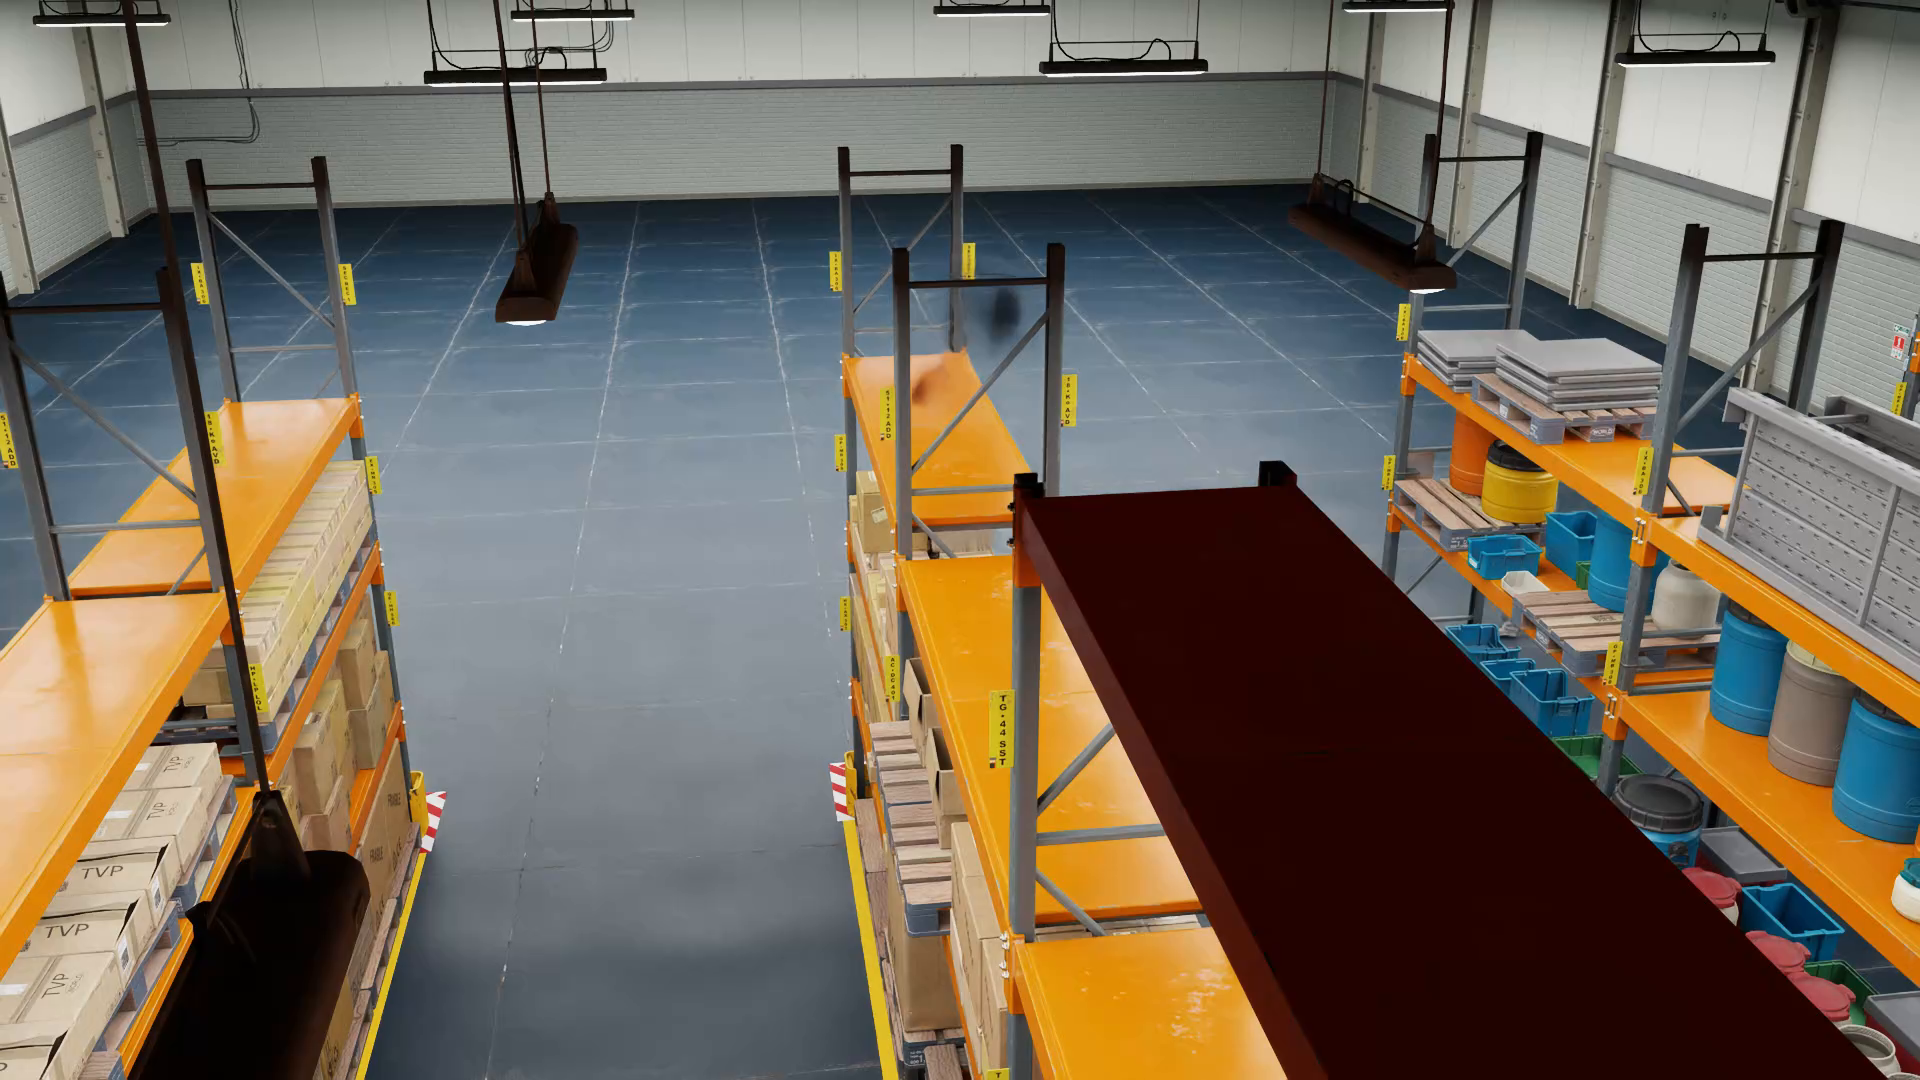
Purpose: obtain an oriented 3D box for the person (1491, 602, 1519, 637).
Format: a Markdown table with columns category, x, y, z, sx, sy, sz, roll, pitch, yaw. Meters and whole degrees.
| category | x | y | z | sx | sy | sz | roll | pitch | yaw |
| --- | --- | --- | --- | --- | --- | --- | --- | --- | --- |
| person | 6.246 | 0.294 | 18.582 | 0.585 | 1.731 | 0.661 | 7 | 23 | 17 |
